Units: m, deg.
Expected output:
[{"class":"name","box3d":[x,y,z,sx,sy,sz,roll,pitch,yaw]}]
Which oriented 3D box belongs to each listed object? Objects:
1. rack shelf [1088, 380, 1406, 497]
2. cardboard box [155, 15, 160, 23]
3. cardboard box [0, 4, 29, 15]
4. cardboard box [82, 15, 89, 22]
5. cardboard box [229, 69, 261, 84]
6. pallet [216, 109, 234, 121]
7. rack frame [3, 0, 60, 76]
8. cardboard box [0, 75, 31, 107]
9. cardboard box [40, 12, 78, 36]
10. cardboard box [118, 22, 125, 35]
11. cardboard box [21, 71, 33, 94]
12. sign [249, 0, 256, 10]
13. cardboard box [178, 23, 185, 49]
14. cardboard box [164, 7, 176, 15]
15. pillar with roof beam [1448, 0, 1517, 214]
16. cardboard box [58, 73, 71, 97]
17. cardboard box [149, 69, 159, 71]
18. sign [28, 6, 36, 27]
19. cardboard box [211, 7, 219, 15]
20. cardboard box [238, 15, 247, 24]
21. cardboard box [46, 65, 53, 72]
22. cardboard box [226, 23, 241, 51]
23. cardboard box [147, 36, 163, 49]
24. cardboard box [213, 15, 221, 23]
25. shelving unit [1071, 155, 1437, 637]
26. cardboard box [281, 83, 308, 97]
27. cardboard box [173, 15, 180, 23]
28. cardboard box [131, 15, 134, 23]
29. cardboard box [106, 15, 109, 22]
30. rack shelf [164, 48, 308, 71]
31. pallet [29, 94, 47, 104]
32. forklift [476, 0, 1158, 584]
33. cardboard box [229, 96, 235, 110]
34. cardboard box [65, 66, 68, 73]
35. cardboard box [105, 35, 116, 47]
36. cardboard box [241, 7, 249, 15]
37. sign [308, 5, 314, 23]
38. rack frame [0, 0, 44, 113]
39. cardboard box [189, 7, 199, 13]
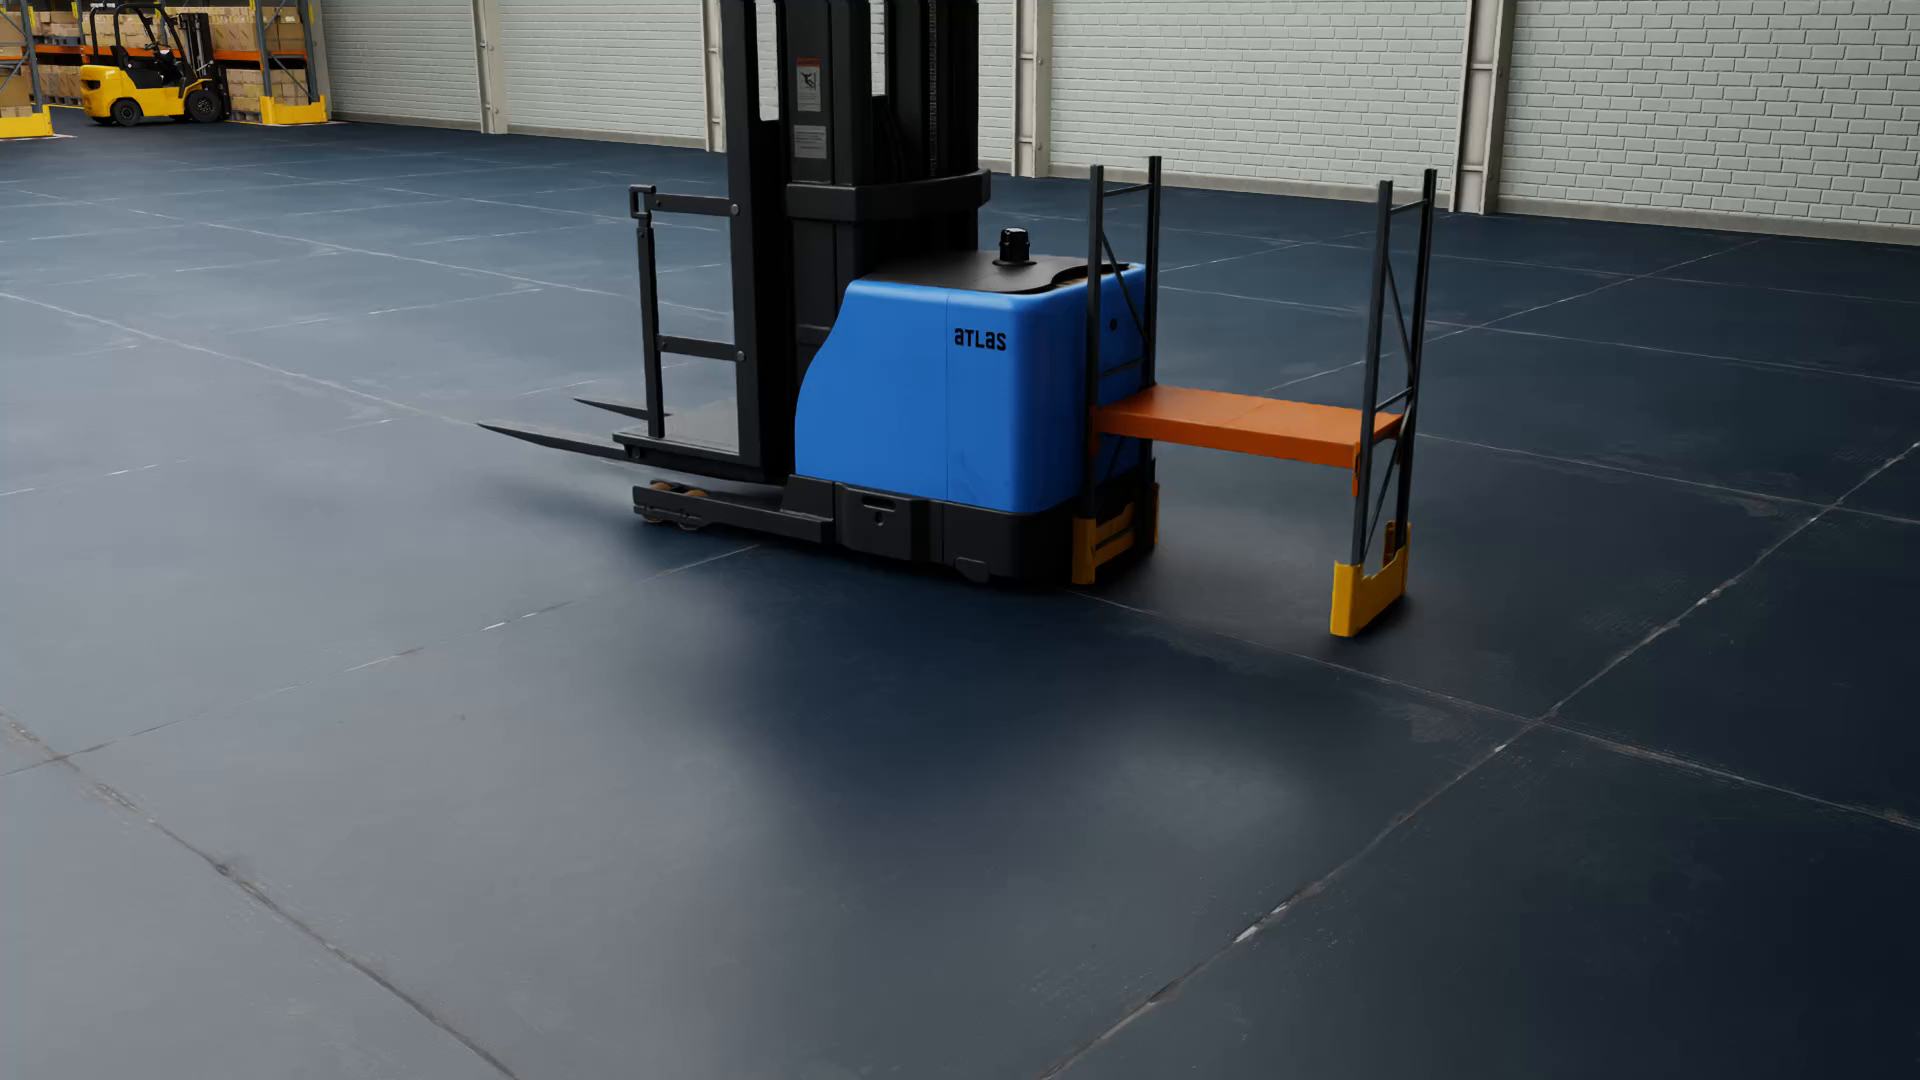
[{"class":"rack shelf","box3d":[1.021,-0.375,5.908,1.000,0.185,0.538,11,21,31]},{"class":"cardboard box","box3d":[-16.031,-10.538,33.619,0.250,0.149,0.380,16,24,41]},{"class":"cardboard box","box3d":[-22.549,-12.556,39.732,0.500,0.500,0.500,14,23,38]},{"class":"cardboard box","box3d":[-18.577,-11.192,35.680,0.250,0.149,0.380,16,24,41]},{"class":"cardboard box","box3d":[-13.574,-8.849,31.733,0.500,0.250,0.500,16,23,40]},{"class":"pallet","box3d":[-14.144,-8.419,32.791,1.213,0.211,1.003,15,23,39]},{"class":"rack frame","box3d":[-21.612,-11.769,38.736,0.127,3.000,1.000,15,23,39]},{"class":"cardboard box","box3d":[-16.366,-7.712,28.564,0.500,0.500,0.500,14,22,37]},{"class":"cardboard box","box3d":[-19.964,-11.501,37.027,0.637,0.503,0.797,14,23,38]},{"class":"cardboard box","box3d":[-17.298,-10.681,34.730,0.500,0.250,0.500,15,23,40]},{"class":"cardboard box","box3d":[-21.399,-10.629,38.584,0.500,0.500,0.500,16,24,42]},{"class":"sign","box3d":[-13.007,-9.904,30.555,0.005,0.325,0.100,15,23,39]},{"class":"cardboard box","box3d":[-15.069,-9.961,32.875,0.500,0.500,0.500,16,23,40]},{"class":"cardboard box","box3d":[-15.587,-10.530,33.103,0.250,0.149,0.380,16,23,40]},{"class":"pillar with roof beam","box3d":[2.534,-6.770,13.066,0.400,9.000,9.100,15,23,39]},{"class":"cardboard box","box3d":[-19.839,-10.218,37.287,0.500,0.500,0.500,16,24,42]},{"class":"cardboard box","box3d":[-17.165,-9.641,35.263,0.625,0.625,0.875,14,22,37]},{"class":"sign","box3d":[-15.568,-8.771,27.859,0.005,0.325,0.100,15,23,39]},{"class":"cardboard box","box3d":[-14.065,-10.116,31.798,0.250,0.149,0.380,16,23,40]},{"class":"cardboard box","box3d":[-13.293,-9.767,31.191,0.250,0.149,0.380,16,23,40]},{"class":"cardboard box","box3d":[-20.502,-10.706,37.754,0.250,0.149,0.380,16,24,41]},{"class":"cardboard box","box3d":[-13.561,-9.553,31.588,0.500,0.500,0.500,16,24,41]},{"class":"cardboard box","box3d":[-16.179,-10.133,33.829,0.500,0.250,0.500,16,23,40]},{"class":"cardboard box","box3d":[-14.057,-9.974,31.844,0.250,0.149,0.380,15,23,40]},{"class":"shelving unit","box3d":[1.014,-0.548,5.858,1.083,1.500,0.587,11,21,31]},{"class":"cardboard box","box3d":[-12.850,-8.629,31.866,0.500,0.250,0.500,16,23,40]},{"class":"cardboard box","box3d":[-15.370,-10.344,33.009,0.250,0.149,0.380,16,23,41]},{"class":"cardboard box","box3d":[-16.823,-10.736,34.244,0.250,0.149,0.380,14,23,38]},{"class":"cardboard box","box3d":[-17.756,-10.999,35.074,0.250,0.149,0.380,15,23,40]},{"class":"rack shelf","box3d":[-14.132,-9.418,32.518,4.000,0.370,1.077,15,23,39]},{"class":"pallet","box3d":[-20.978,-10.285,38.670,1.213,0.211,1.003,15,23,39]},{"class":"forklift","box3d":[-0.740,-1.555,6.667,3.031,2.935,1.130,11,21,31]},{"class":"cardboard box","box3d":[-13.931,-8.476,32.213,0.500,0.250,0.500,15,23,40]},{"class":"cardboard box","box3d":[-19.717,-10.499,37.102,0.250,0.149,0.380,16,24,41]},{"class":"cardboard box","box3d":[-17.687,-10.546,35.130,0.500,0.250,0.500,14,22,38]},{"class":"cardboard box","box3d":[-13.249,-9.925,31.196,0.250,0.149,0.380,15,23,39]},{"class":"sign","box3d":[-12.264,-9.934,31.393,0.005,0.325,0.100,15,23,39]},{"class":"rack frame","box3d":[-15.928,-8.236,27.603,0.127,3.000,1.000,15,23,39]},{"class":"cardboard box","box3d":[-14.798,-10.328,32.466,0.250,0.149,0.380,15,23,38]}]
